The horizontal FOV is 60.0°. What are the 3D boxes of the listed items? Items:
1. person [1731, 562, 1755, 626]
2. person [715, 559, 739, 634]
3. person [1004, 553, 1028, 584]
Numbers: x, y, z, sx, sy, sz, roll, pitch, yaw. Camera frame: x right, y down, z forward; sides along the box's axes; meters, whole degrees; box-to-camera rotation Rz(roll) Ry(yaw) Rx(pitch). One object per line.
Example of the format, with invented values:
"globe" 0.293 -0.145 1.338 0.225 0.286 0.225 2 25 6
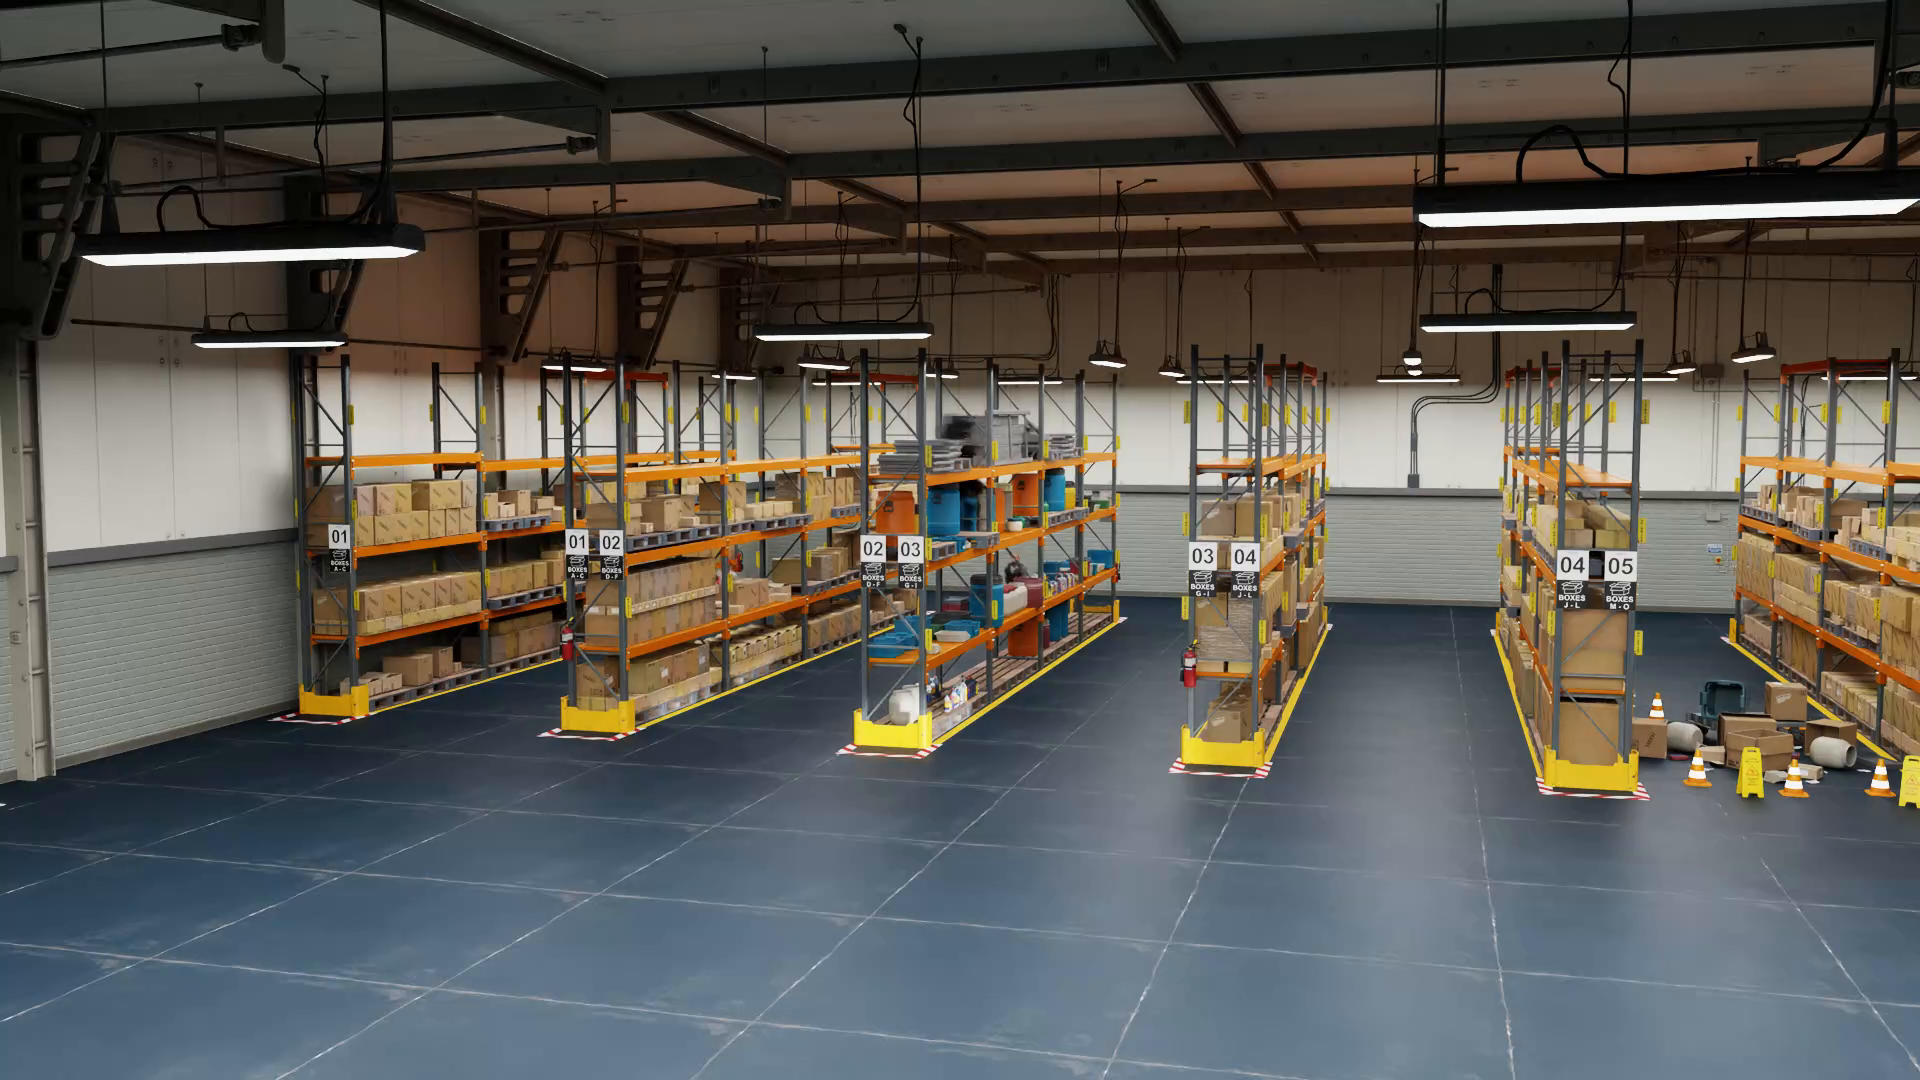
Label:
"person" 17.849 1.342 37.645 0.761 1.689 0.694 2 5 22
"person" -5.303 1.297 37.510 0.648 1.783 0.700 0 4 3
"person" 1.312 1.181 39.594 0.632 1.746 0.715 1 4 16
